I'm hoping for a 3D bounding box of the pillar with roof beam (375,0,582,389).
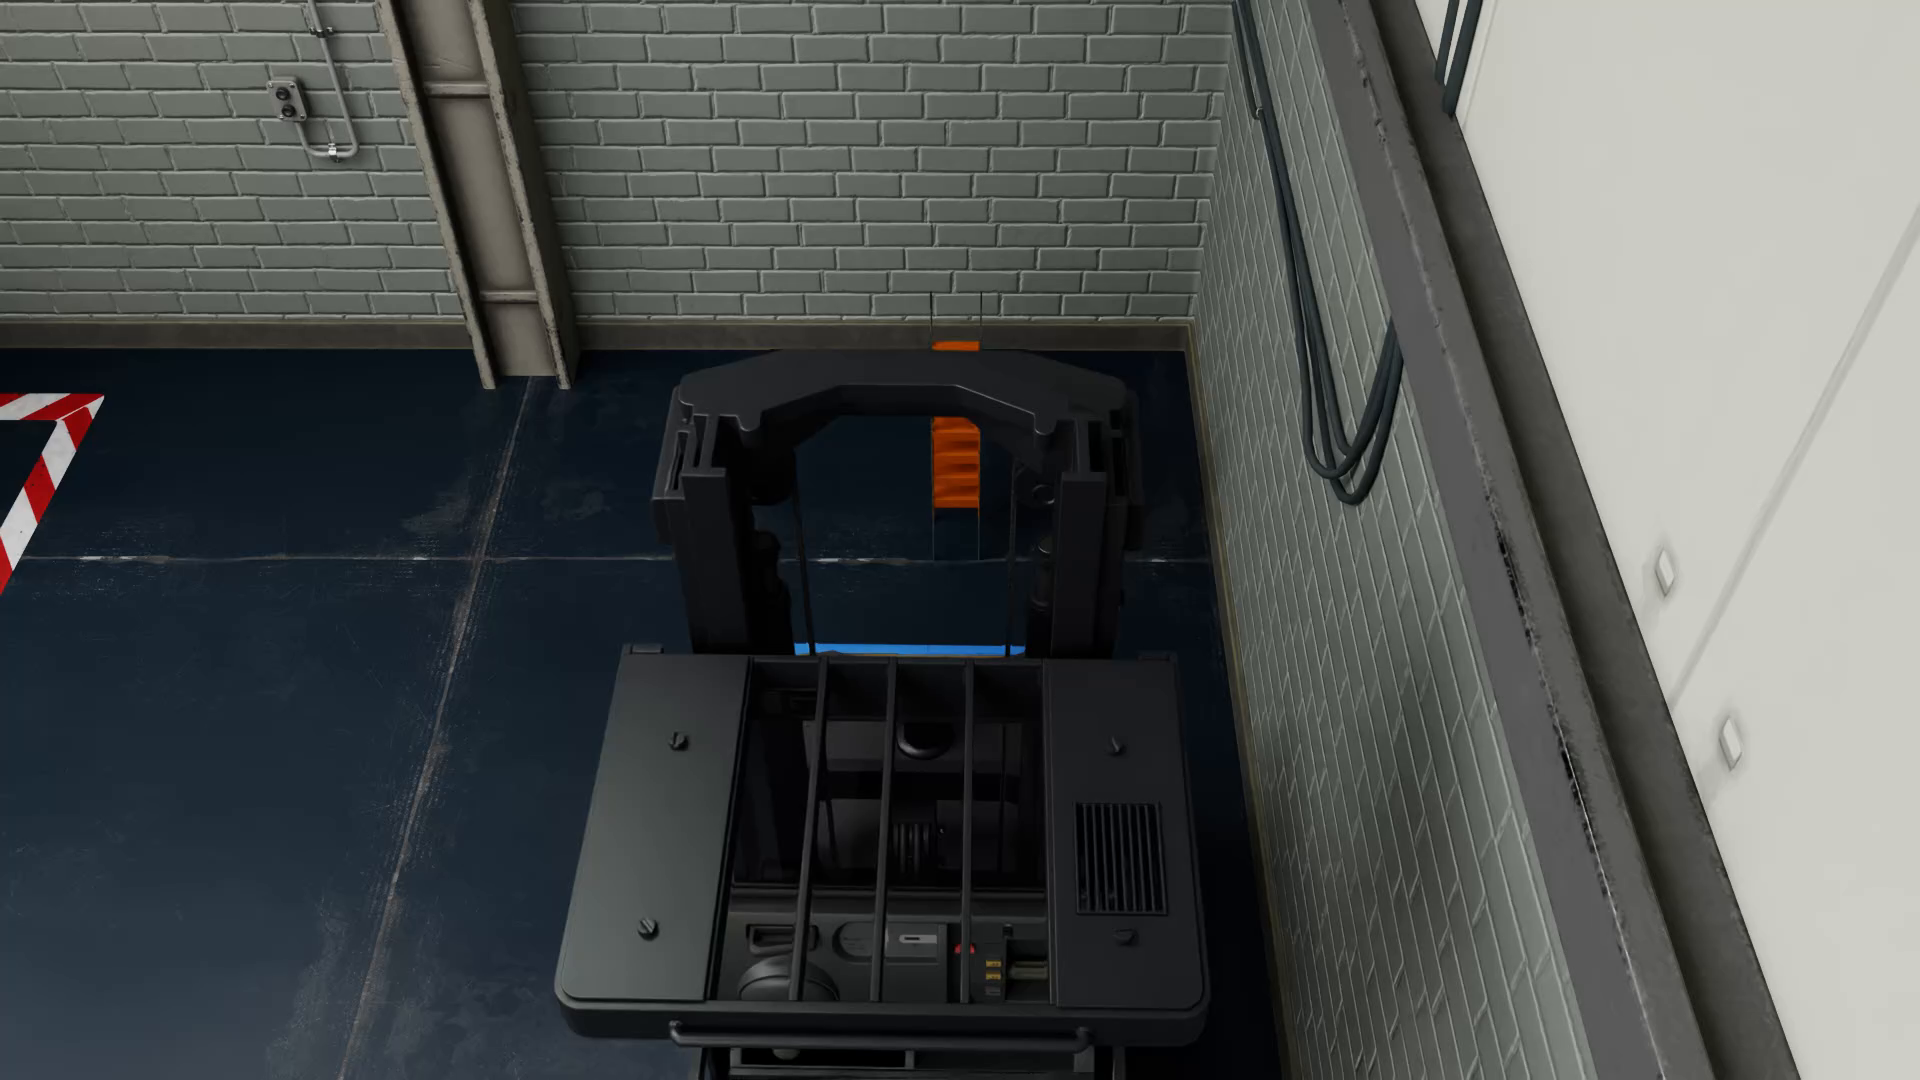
[{"bbox_3d":[-1.957,-0.706,1.340,0.400,9.000,9.100,0,47,0],"label":"pillar with roof beam"}]

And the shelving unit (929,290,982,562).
[{"bbox_3d":[-0.014,-0.409,6.392,0.189,1.200,0.258,0,47,0],"label":"shelving unit"}]

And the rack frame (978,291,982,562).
[{"bbox_3d":[0.077,-0.409,6.391,0.006,1.200,0.240,0,47,0],"label":"rack frame"}]

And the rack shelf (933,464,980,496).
[{"bbox_3d":[-0.014,-0.297,6.512,0.180,0.103,0.258,0,47,0],"label":"rack shelf"}]

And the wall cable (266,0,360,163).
[{"bbox_3d":[-3.360,-2.222,6.156,1.851,1.984,0.084,0,47,0],"label":"wall cable"}]

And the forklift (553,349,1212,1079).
[{"bbox_3d":[-0.122,1.132,3.774,1.130,2.935,3.031,1,47,1],"label":"forklift"}]

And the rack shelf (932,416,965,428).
[{"bbox_3d":[-0.014,-0.542,6.248,0.180,0.103,0.258,0,47,0],"label":"rack shelf"}]

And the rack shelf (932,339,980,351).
[{"bbox_3d":[-0.014,-0.624,6.161,0.180,0.103,0.258,0,47,0],"label":"rack shelf"}]

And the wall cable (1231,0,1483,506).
[{"bbox_3d":[1.011,-1.896,4.569,0.112,2.526,3.097,0,47,0],"label":"wall cable"}]

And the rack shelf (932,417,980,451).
[{"bbox_3d":[-0.014,-0.460,6.336,0.180,0.103,0.258,0,47,0],"label":"rack shelf"}]

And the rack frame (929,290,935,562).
[{"bbox_3d":[-0.106,-0.409,6.392,0.006,1.200,0.240,0,47,0],"label":"rack frame"}]

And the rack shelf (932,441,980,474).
[{"bbox_3d":[-0.014,-0.379,6.424,0.180,0.103,0.258,0,47,0],"label":"rack shelf"}]

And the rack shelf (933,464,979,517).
[{"bbox_3d":[-0.014,-0.215,6.600,0.180,0.103,0.258,0,47,0],"label":"rack shelf"}]
